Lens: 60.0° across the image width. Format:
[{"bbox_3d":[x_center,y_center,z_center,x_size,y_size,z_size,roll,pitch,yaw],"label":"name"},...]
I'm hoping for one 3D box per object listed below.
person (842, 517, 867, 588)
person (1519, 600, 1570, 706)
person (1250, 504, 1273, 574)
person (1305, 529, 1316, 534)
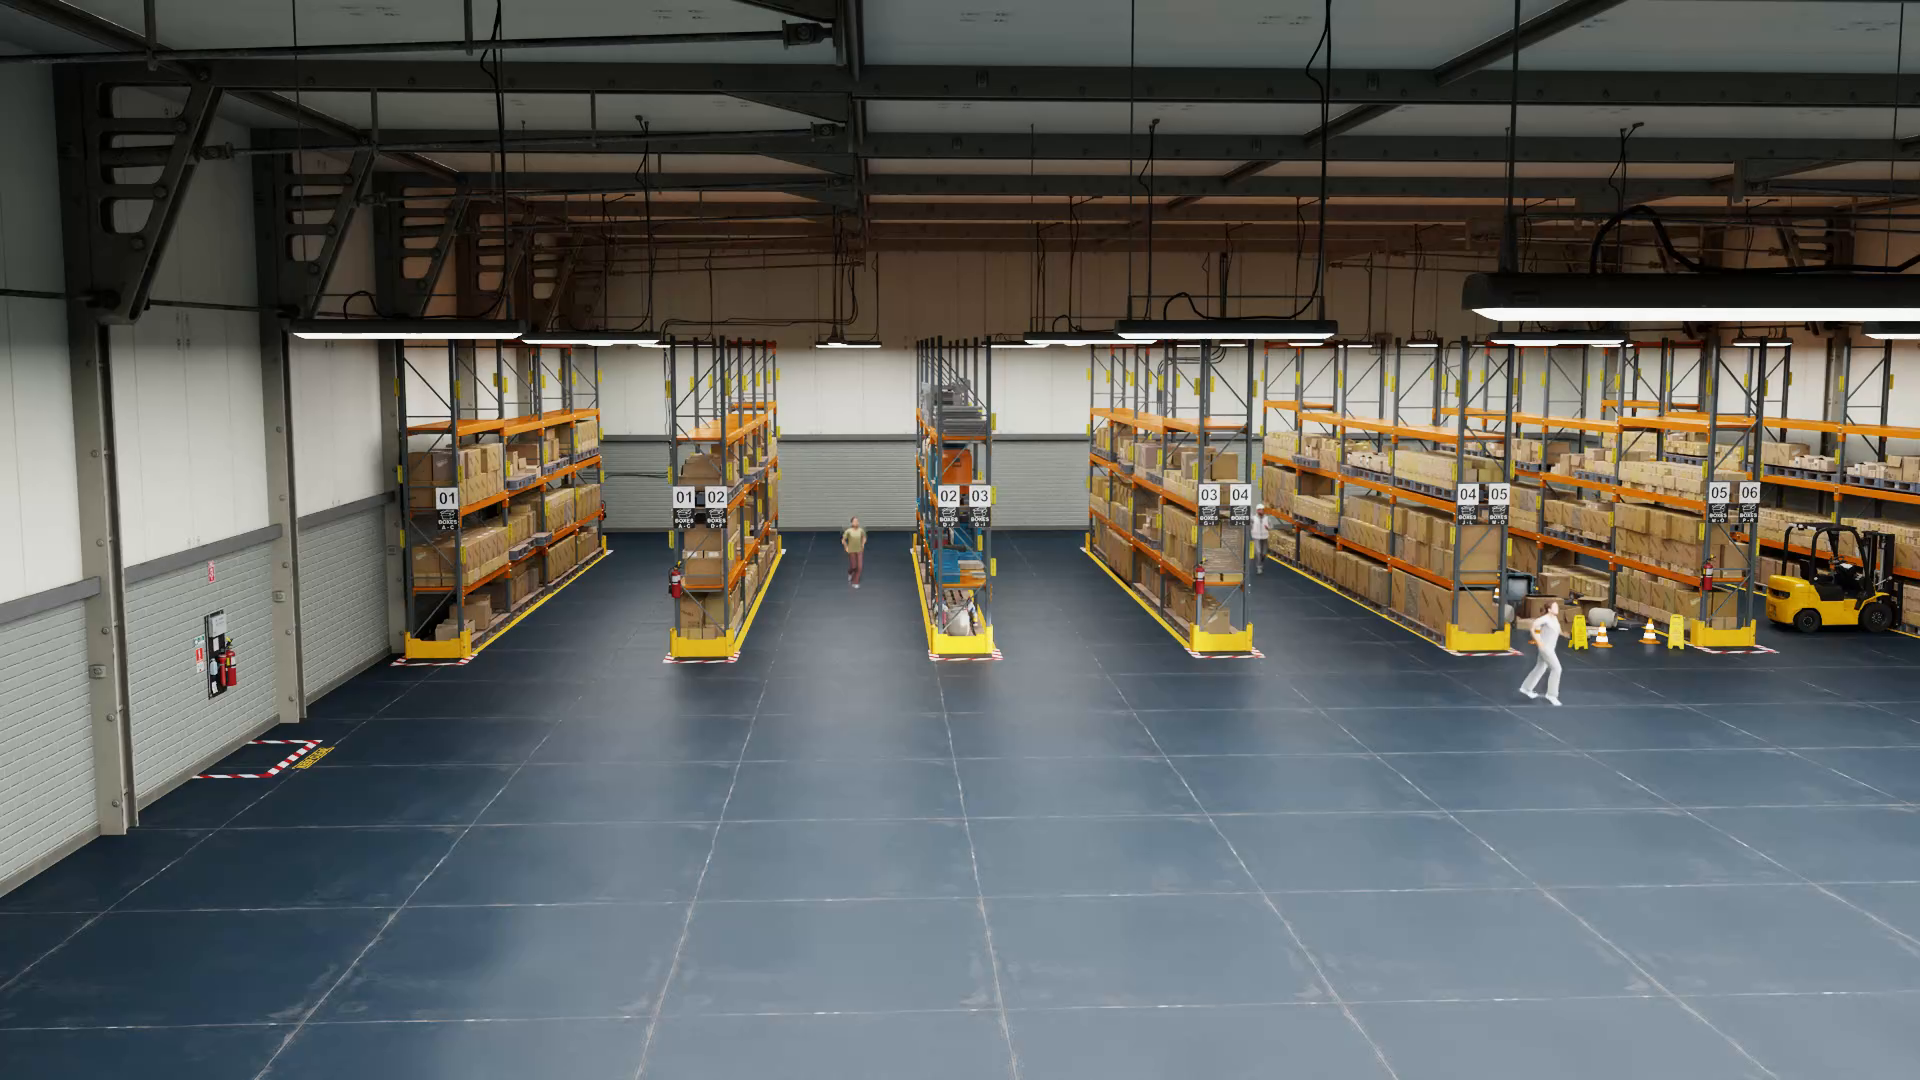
[{"bbox_3d":[-2.416,0.279,38.298,0.581,1.636,0.565,-2,7,-18],"label":"person"},{"bbox_3d":[9.544,1.815,27.146,0.768,1.718,0.561,5,8,35],"label":"person"},{"bbox_3d":[7.750,-0.052,42.919,0.657,1.754,0.971,0,6,-2],"label":"person"},{"bbox_3d":[10.230,-0.651,48.812,0.674,1.739,0.855,-5,8,-36],"label":"person"}]
